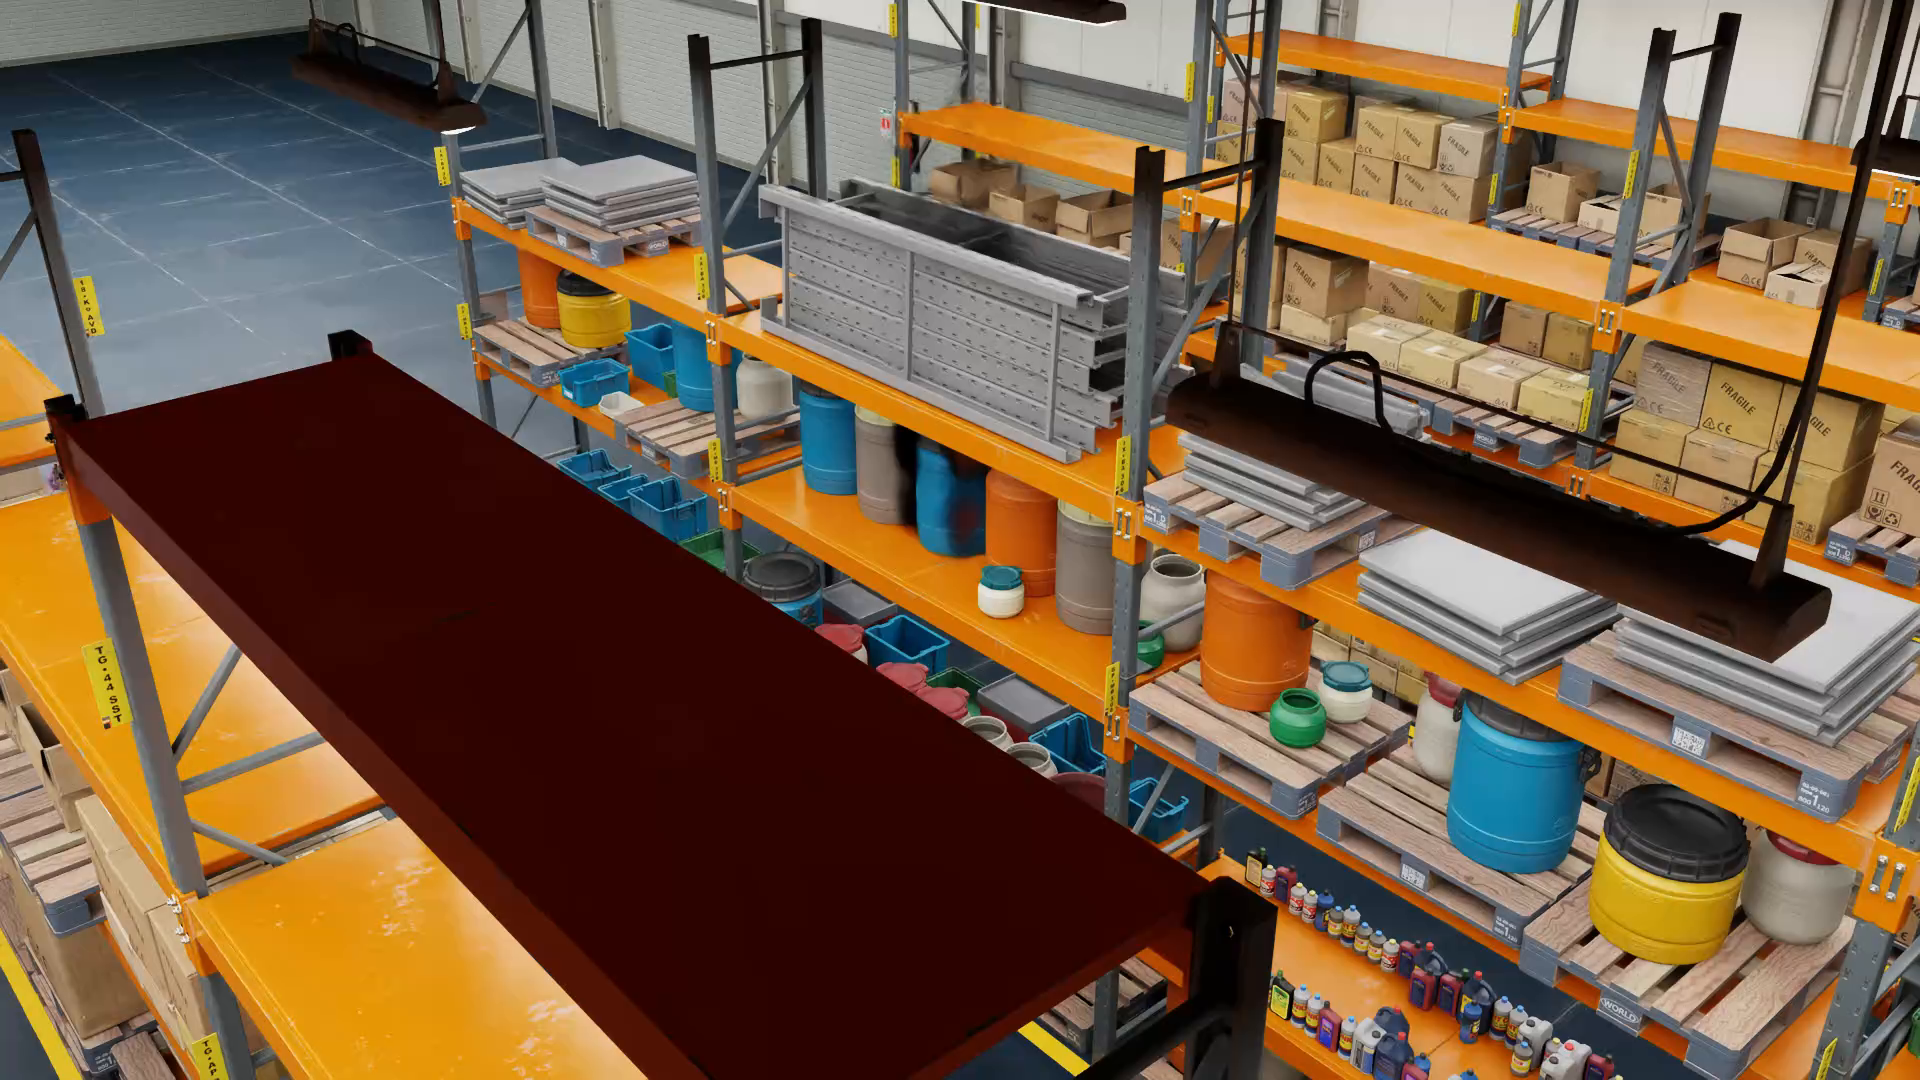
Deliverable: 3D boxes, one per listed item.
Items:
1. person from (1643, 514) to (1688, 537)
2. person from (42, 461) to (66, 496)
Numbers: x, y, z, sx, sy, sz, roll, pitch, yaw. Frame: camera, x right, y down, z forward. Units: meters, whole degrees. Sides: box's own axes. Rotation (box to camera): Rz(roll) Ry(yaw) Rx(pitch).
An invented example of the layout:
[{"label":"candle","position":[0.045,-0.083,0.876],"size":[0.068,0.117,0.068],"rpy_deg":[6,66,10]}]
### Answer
[{"label":"person","position":[6.095,0.411,14.873],"size":[0.767,1.782,0.625],"rpy_deg":[19,33,33]},{"label":"person","position":[-8.747,-0.289,16.504],"size":[0.792,1.476,0.548],"rpy_deg":[-5,27,-11]}]
